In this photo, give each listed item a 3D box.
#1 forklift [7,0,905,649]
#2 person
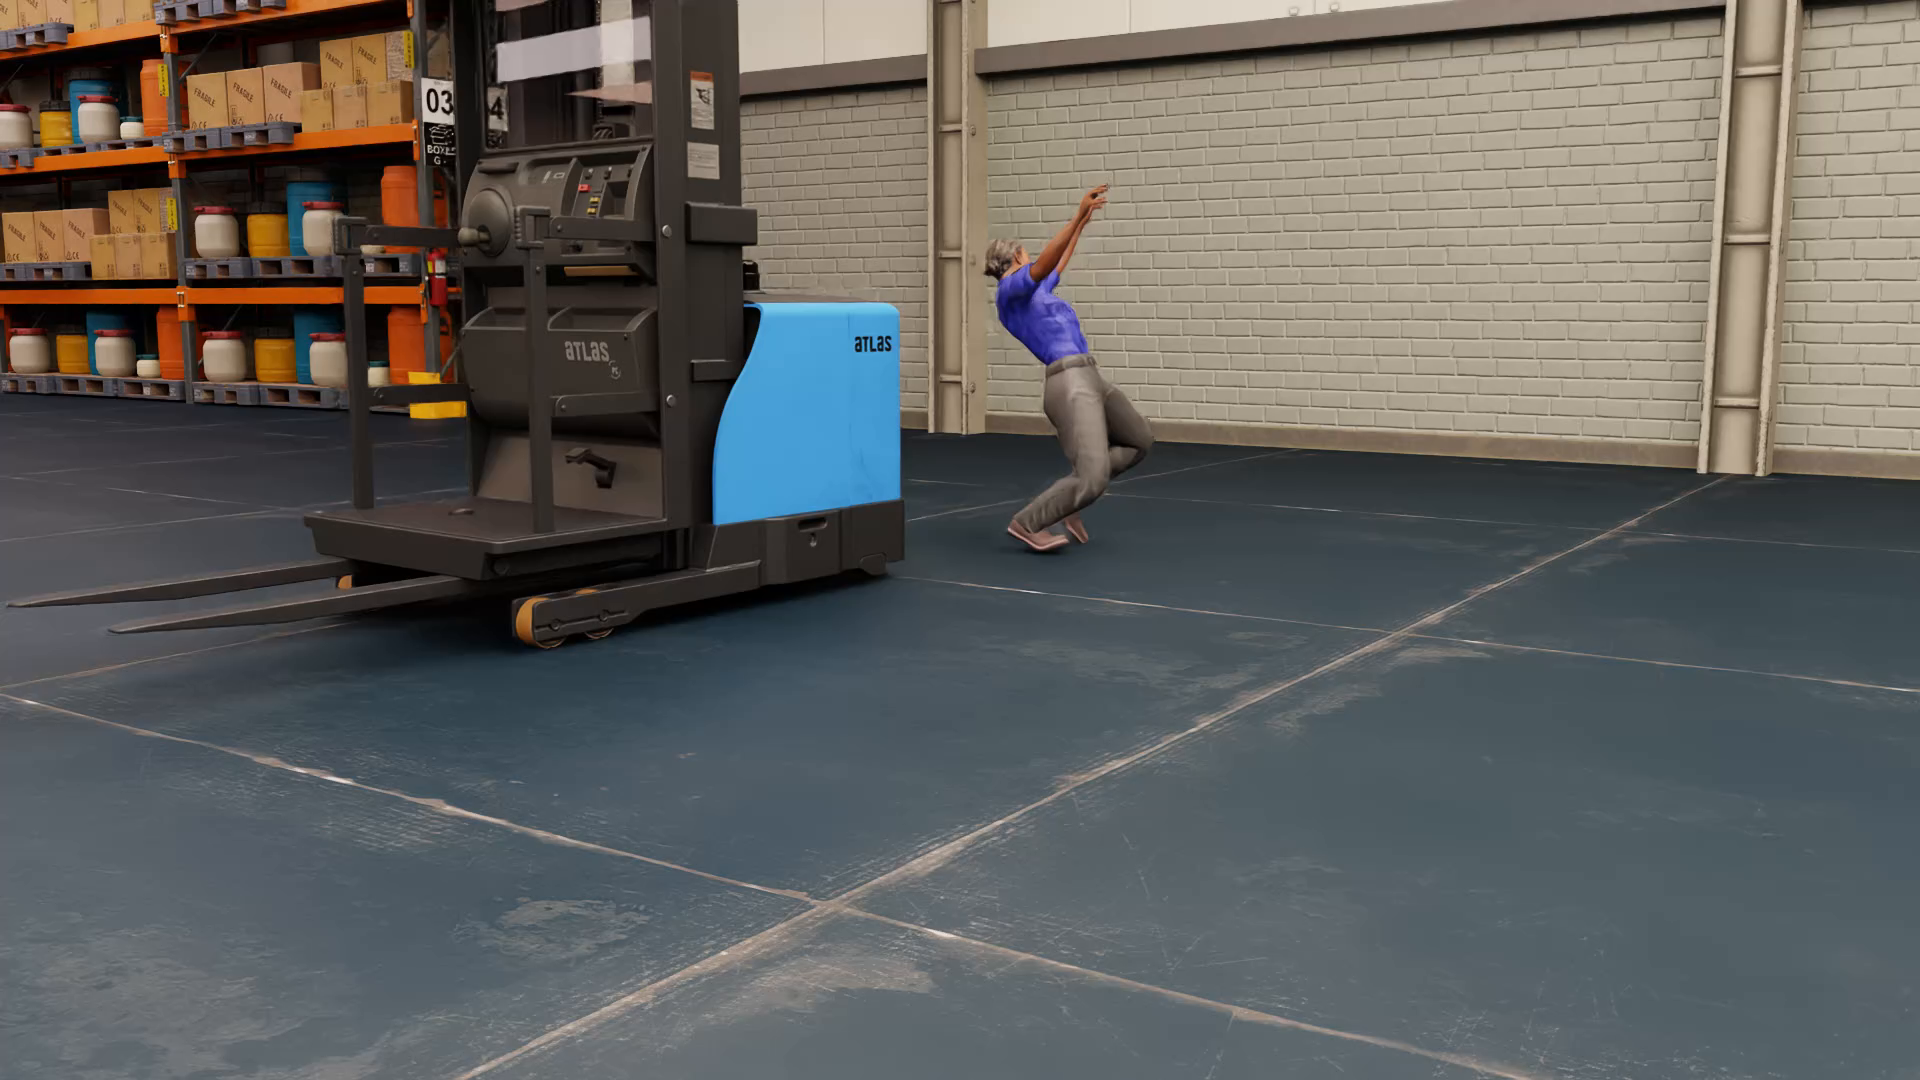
[{"bbox_3d":[-1.524,-1.188,5.545,1.130,2.935,3.031,6,10,38],"label":"forklift"},{"bbox_3d":[0.460,-0.730,7.279,0.708,1.563,0.885,3,8,18],"label":"person"}]
